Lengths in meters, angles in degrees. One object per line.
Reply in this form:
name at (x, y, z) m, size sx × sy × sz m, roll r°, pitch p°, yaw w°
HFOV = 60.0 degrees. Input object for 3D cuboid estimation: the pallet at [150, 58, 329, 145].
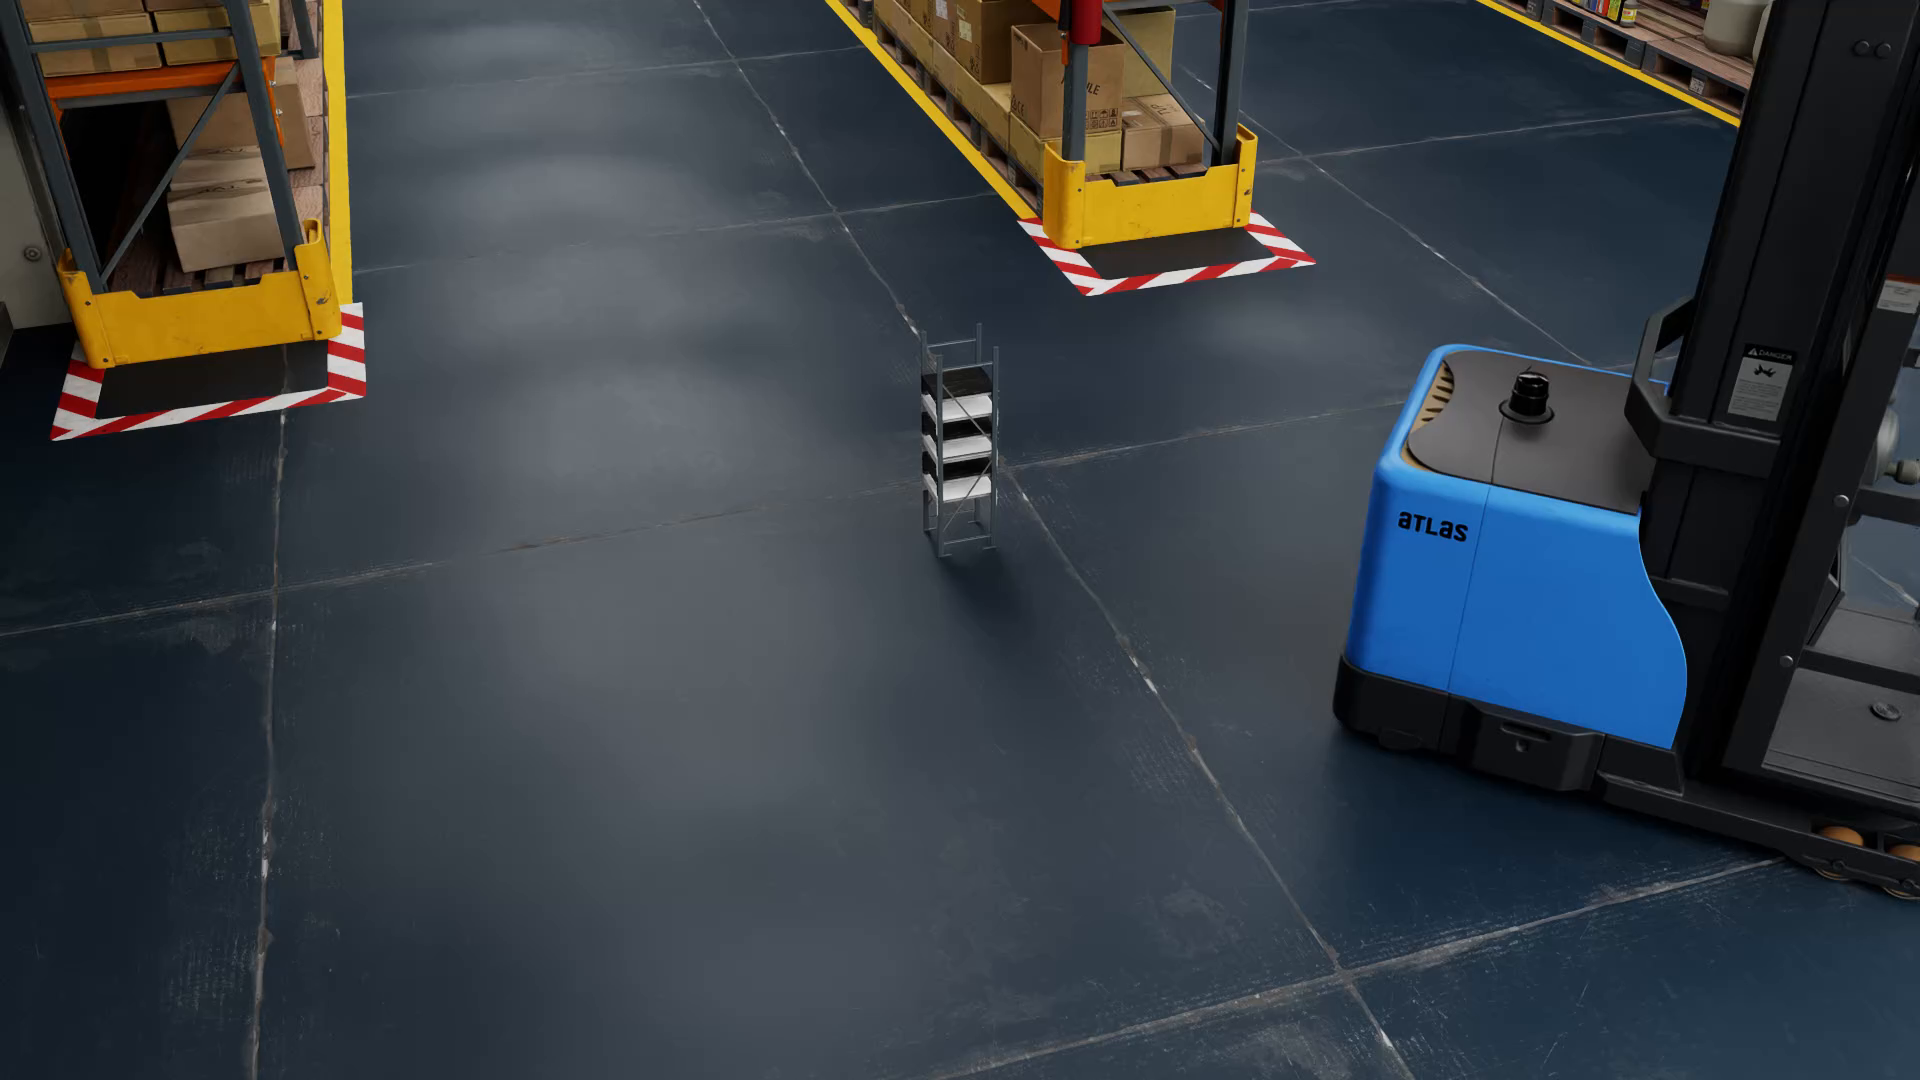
pallet at (-4.647, -2.803, 10.801) m, size 1.003 × 0.211 × 1.213 m, roll -10°, pitch 35°, yaw -15°

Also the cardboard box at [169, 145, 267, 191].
cardboard box at (-3.964, -1.953, 9.024) m, size 0.500 × 0.311 × 0.500 m, roll -7°, pitch 34°, yaw -11°

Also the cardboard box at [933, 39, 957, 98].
cardboard box at (0.137, -3.094, 10.824) m, size 0.500 × 0.250 × 0.500 m, roll -10°, pitch 35°, yaw -15°

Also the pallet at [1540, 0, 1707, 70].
pallet at (5.091, -3.815, 12.332) m, size 1.003 × 0.211 × 1.213 m, roll -10°, pitch 35°, yaw -15°

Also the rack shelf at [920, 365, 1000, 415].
rack shelf at (-0.002, -0.577, 6.378) m, size 0.258 × 0.077 × 0.200 m, roll -10°, pitch 35°, yaw -15°

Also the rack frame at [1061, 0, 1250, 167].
rack frame at (1.051, -3.048, 8.642) m, size 1.000 × 3.000 × 0.127 m, roll -10°, pitch 35°, yaw -15°

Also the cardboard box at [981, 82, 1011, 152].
cardboard box at (0.442, -2.569, 10.030) m, size 0.500 × 0.250 × 0.500 m, roll -10°, pitch 35°, yaw -15°

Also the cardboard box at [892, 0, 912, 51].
cardboard box at (-0.168, -3.619, 11.619) m, size 0.500 × 0.250 × 0.500 m, roll -10°, pitch 35°, yaw -15°

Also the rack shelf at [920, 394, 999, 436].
rack shelf at (-0.002, -0.502, 6.428) m, size 0.258 × 0.077 × 0.200 m, roll -10°, pitch 35°, yaw -15°

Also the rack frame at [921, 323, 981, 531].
rack frame at (-0.033, -0.433, 6.589) m, size 0.240 × 0.900 × 0.006 m, roll -10°, pitch 35°, yaw -15°

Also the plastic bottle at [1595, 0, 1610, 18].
plastic bottle at (4.741, -3.954, 12.085) m, size 0.152 × 0.276 × 0.135 m, roll -10°, pitch 35°, yaw -14°

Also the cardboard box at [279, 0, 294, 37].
cardboard box at (-5.126, -3.838, 11.705) m, size 0.700 × 0.500 × 0.500 m, roll -9°, pitch 34°, yaw -13°

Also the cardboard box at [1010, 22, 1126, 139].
cardboard box at (0.604, -2.621, 9.428) m, size 0.500 × 0.500 × 0.500 m, roll -10°, pitch 35°, yaw -15°

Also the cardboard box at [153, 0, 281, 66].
cardboard box at (-3.512, -2.469, 7.883) m, size 0.500 × 0.250 × 0.500 m, roll -11°, pitch 35°, yaw -16°

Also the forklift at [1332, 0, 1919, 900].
forklift at (2.845, -0.459, 4.787) m, size 3.031 × 2.935 × 1.130 m, roll 14°, pitch 36°, yaw 20°

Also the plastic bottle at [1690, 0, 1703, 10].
plastic bottle at (5.462, -4.056, 12.232) m, size 0.061 × 0.283 × 0.133 m, roll -9°, pitch 35°, yaw -14°

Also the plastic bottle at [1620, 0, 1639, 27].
plastic bottle at (4.792, -3.786, 11.898) m, size 0.097 × 0.201 × 0.097 m, roll 0°, pitch 33°, yaw 0°

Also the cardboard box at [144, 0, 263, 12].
cardboard box at (-3.525, -2.773, 7.664) m, size 0.500 × 0.500 × 0.500 m, roll -10°, pitch 35°, yaw -15°

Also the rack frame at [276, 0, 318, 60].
rack frame at (-4.885, -4.314, 10.557) m, size 1.000 × 3.000 × 0.127 m, roll -10°, pitch 35°, yaw -15°

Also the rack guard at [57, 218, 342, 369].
rack guard at (-3.688, -1.210, 8.128) m, size 1.175 × 0.500 × 0.348 m, roll -10°, pitch 35°, yaw -15°

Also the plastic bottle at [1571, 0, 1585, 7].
plastic bottle at (4.645, -4.144, 12.305) m, size 0.144 × 0.351 × 0.185 m, roll -9°, pitch 34°, yaw -13°

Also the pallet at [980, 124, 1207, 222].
pallet at (0.778, -2.280, 10.008) m, size 1.003 × 0.211 × 1.213 m, roll -10°, pitch 35°, yaw -15°

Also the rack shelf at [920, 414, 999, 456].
rack shelf at (-0.002, -0.427, 6.477) m, size 0.258 × 0.077 × 0.200 m, roll -10°, pitch 35°, yaw -15°

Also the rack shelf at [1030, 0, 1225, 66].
rack shelf at (0.441, -3.798, 10.430) m, size 1.077 × 0.370 × 4.000 m, roll -10°, pitch 35°, yaw -15°

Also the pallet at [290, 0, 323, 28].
pallet at (-5.500, -4.200, 12.915) m, size 1.003 × 0.211 × 1.213 m, roll -10°, pitch 35°, yaw -15°

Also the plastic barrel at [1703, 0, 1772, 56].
plastic barrel at (5.343, -3.613, 11.372) m, size 0.421 × 0.512 × 0.421 m, roll 0°, pitch 33°, yaw 0°

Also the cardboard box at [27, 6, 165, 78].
cardboard box at (-3.992, -2.372, 7.737) m, size 0.500 × 0.250 × 0.500 m, roll -10°, pitch 35°, yaw -14°

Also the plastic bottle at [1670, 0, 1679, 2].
plastic bottle at (5.378, -4.161, 12.403) m, size 0.097 × 0.271 × 0.097 m, roll 0°, pitch 33°, yaw 0°

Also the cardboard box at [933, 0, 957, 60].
cardboard box at (0.134, -3.406, 10.617) m, size 0.500 × 0.500 × 0.500 m, roll -10°, pitch 35°, yaw -15°

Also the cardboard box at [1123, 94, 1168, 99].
cardboard box at (0.944, -2.657, 10.164) m, size 0.500 × 0.250 × 0.500 m, roll -10°, pitch 35°, yaw -15°

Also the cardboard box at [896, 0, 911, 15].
cardboard box at (-0.165, -3.932, 11.413) m, size 0.500 × 0.500 × 0.500 m, roll -10°, pitch 35°, yaw -15°

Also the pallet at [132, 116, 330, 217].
pallet at (-4.271, -2.162, 9.830) m, size 1.003 × 0.211 × 1.213 m, roll -10°, pitch 35°, yaw -15°

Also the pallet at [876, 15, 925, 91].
pallet at (0.034, -3.561, 11.947) m, size 1.003 × 0.211 × 1.213 m, roll -10°, pitch 35°, yaw -15°

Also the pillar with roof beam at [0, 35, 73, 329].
pillar with roof beam at (-0.603, -5.662, 7.157) m, size 9.100 × 9.000 × 0.400 m, roll -10°, pitch 35°, yaw -15°

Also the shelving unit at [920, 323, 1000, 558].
shelving unit at (-0.002, -0.380, 6.508) m, size 0.258 × 0.900 × 0.210 m, roll -10°, pitch 35°, yaw -15°
